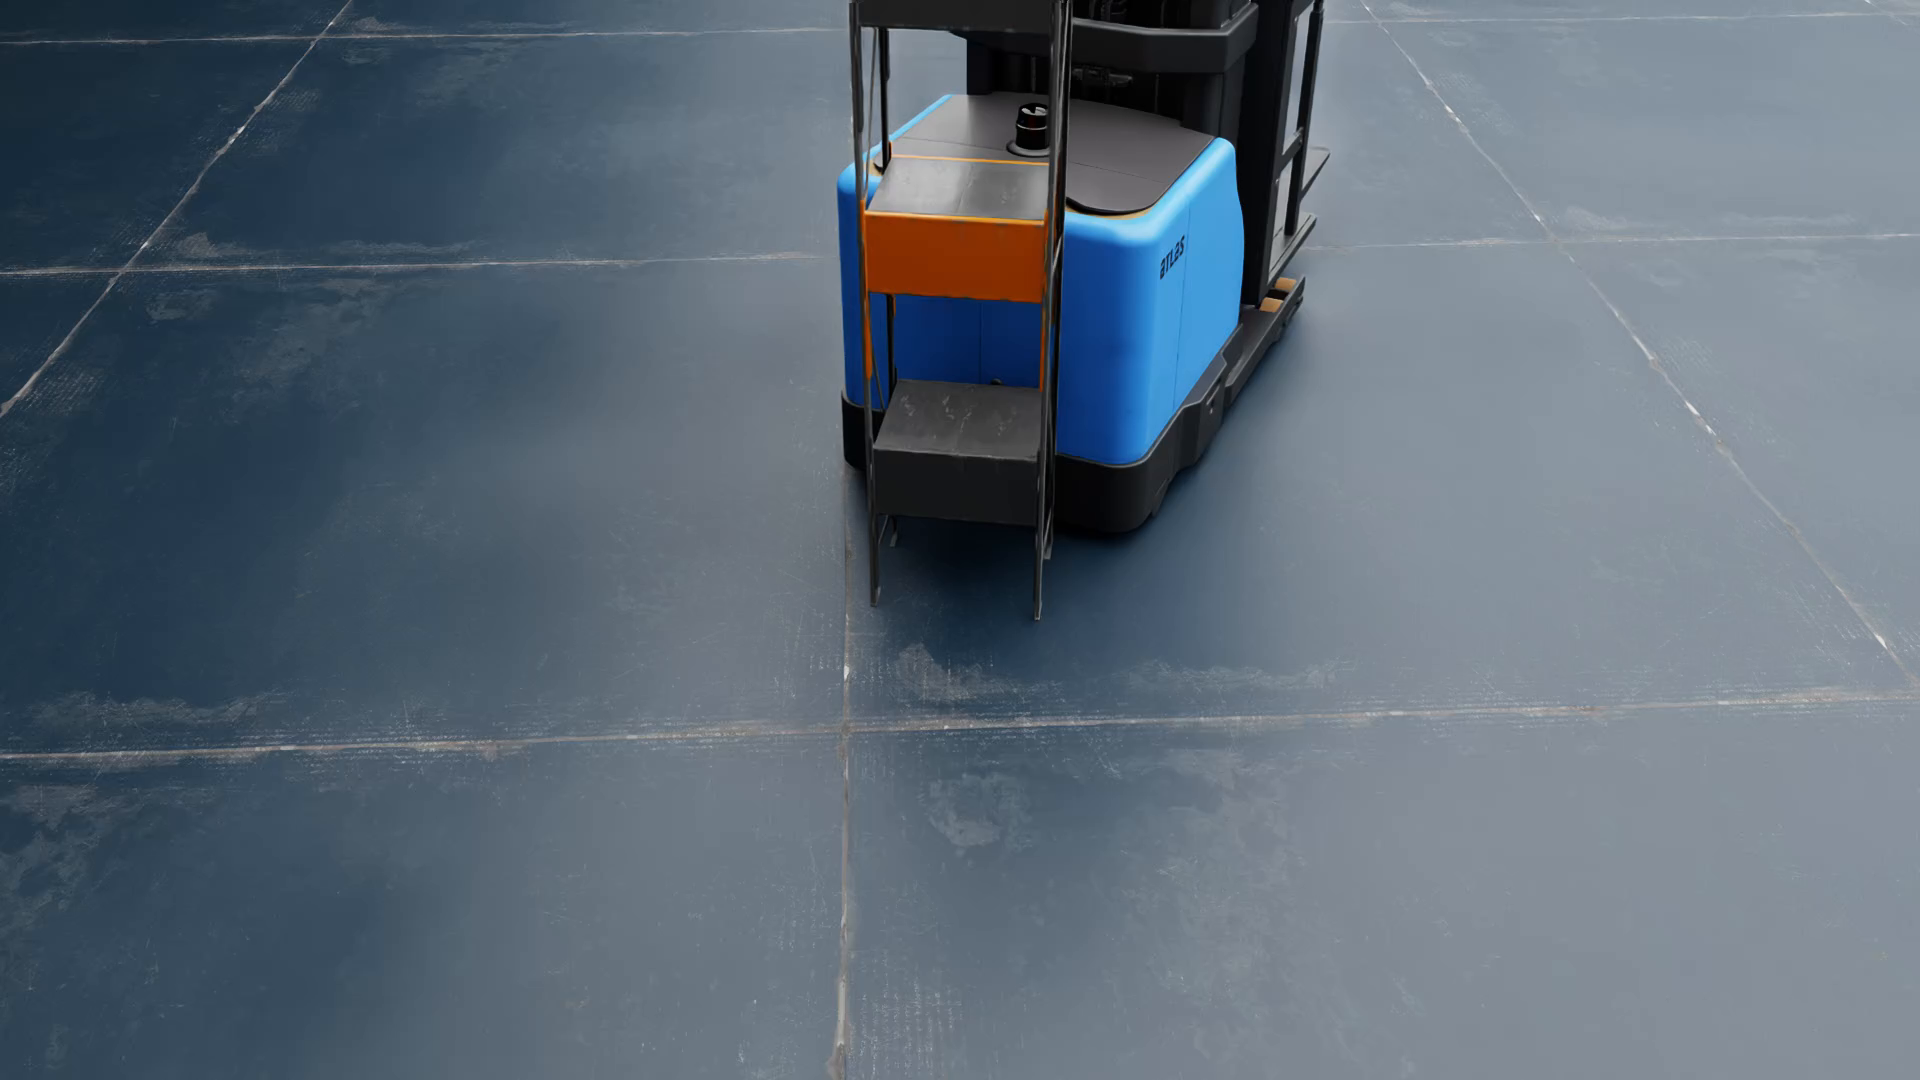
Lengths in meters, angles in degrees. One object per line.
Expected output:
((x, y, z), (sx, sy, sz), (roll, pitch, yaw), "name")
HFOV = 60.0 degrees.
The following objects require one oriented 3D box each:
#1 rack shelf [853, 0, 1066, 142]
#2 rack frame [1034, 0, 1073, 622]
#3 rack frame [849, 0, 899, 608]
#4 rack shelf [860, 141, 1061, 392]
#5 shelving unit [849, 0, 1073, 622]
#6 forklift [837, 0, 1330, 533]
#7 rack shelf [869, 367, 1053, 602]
((0.013, -1.319, 4.105), (0.480, 0.518, 0.431), (5, 35, 7), "rack shelf")
((0.254, -0.735, 4.467), (0.015, 2.100, 0.400), (5, 35, 7), "rack frame")
((-0.229, -0.774, 4.524), (0.015, 2.100, 0.400), (5, 35, 7), "rack frame")
((0.013, -0.743, 4.503), (0.480, 0.518, 0.431), (5, 35, 7), "rack shelf")
((0.013, -0.755, 4.495), (0.503, 2.100, 0.431), (5, 35, 7), "shelving unit")
((0.693, -2.056, 5.645), (1.130, 2.935, 3.031), (15, 37, 20), "forklift")
((0.013, -0.168, 4.901), (0.480, 0.518, 0.431), (5, 35, 7), "rack shelf")
